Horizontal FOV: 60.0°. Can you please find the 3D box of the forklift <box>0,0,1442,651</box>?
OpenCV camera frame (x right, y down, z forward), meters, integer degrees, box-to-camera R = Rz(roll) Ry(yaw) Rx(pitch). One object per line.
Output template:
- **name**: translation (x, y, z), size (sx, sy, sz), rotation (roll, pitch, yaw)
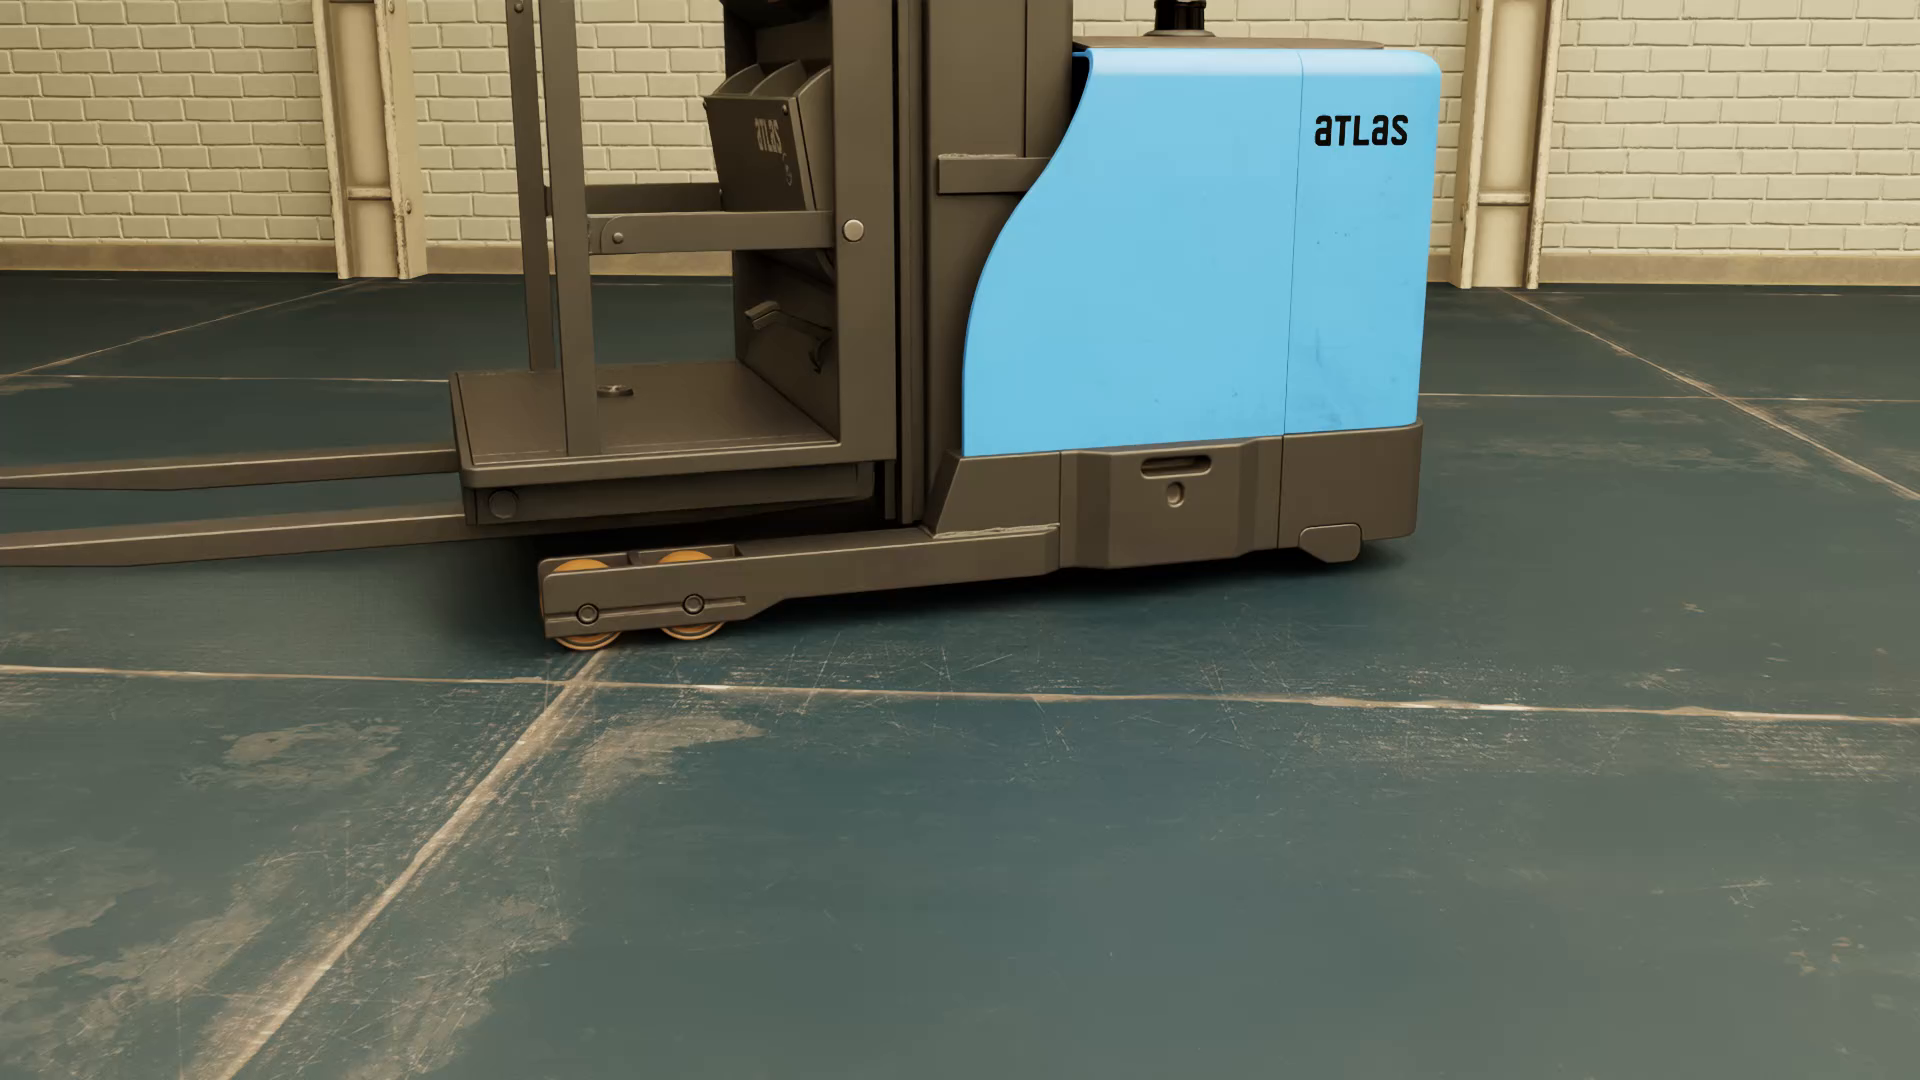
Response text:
- **forklift**: translation (-0.580, -1.366, 3.251), size (3.031, 2.935, 1.130), rotation (-5, 16, -17)
